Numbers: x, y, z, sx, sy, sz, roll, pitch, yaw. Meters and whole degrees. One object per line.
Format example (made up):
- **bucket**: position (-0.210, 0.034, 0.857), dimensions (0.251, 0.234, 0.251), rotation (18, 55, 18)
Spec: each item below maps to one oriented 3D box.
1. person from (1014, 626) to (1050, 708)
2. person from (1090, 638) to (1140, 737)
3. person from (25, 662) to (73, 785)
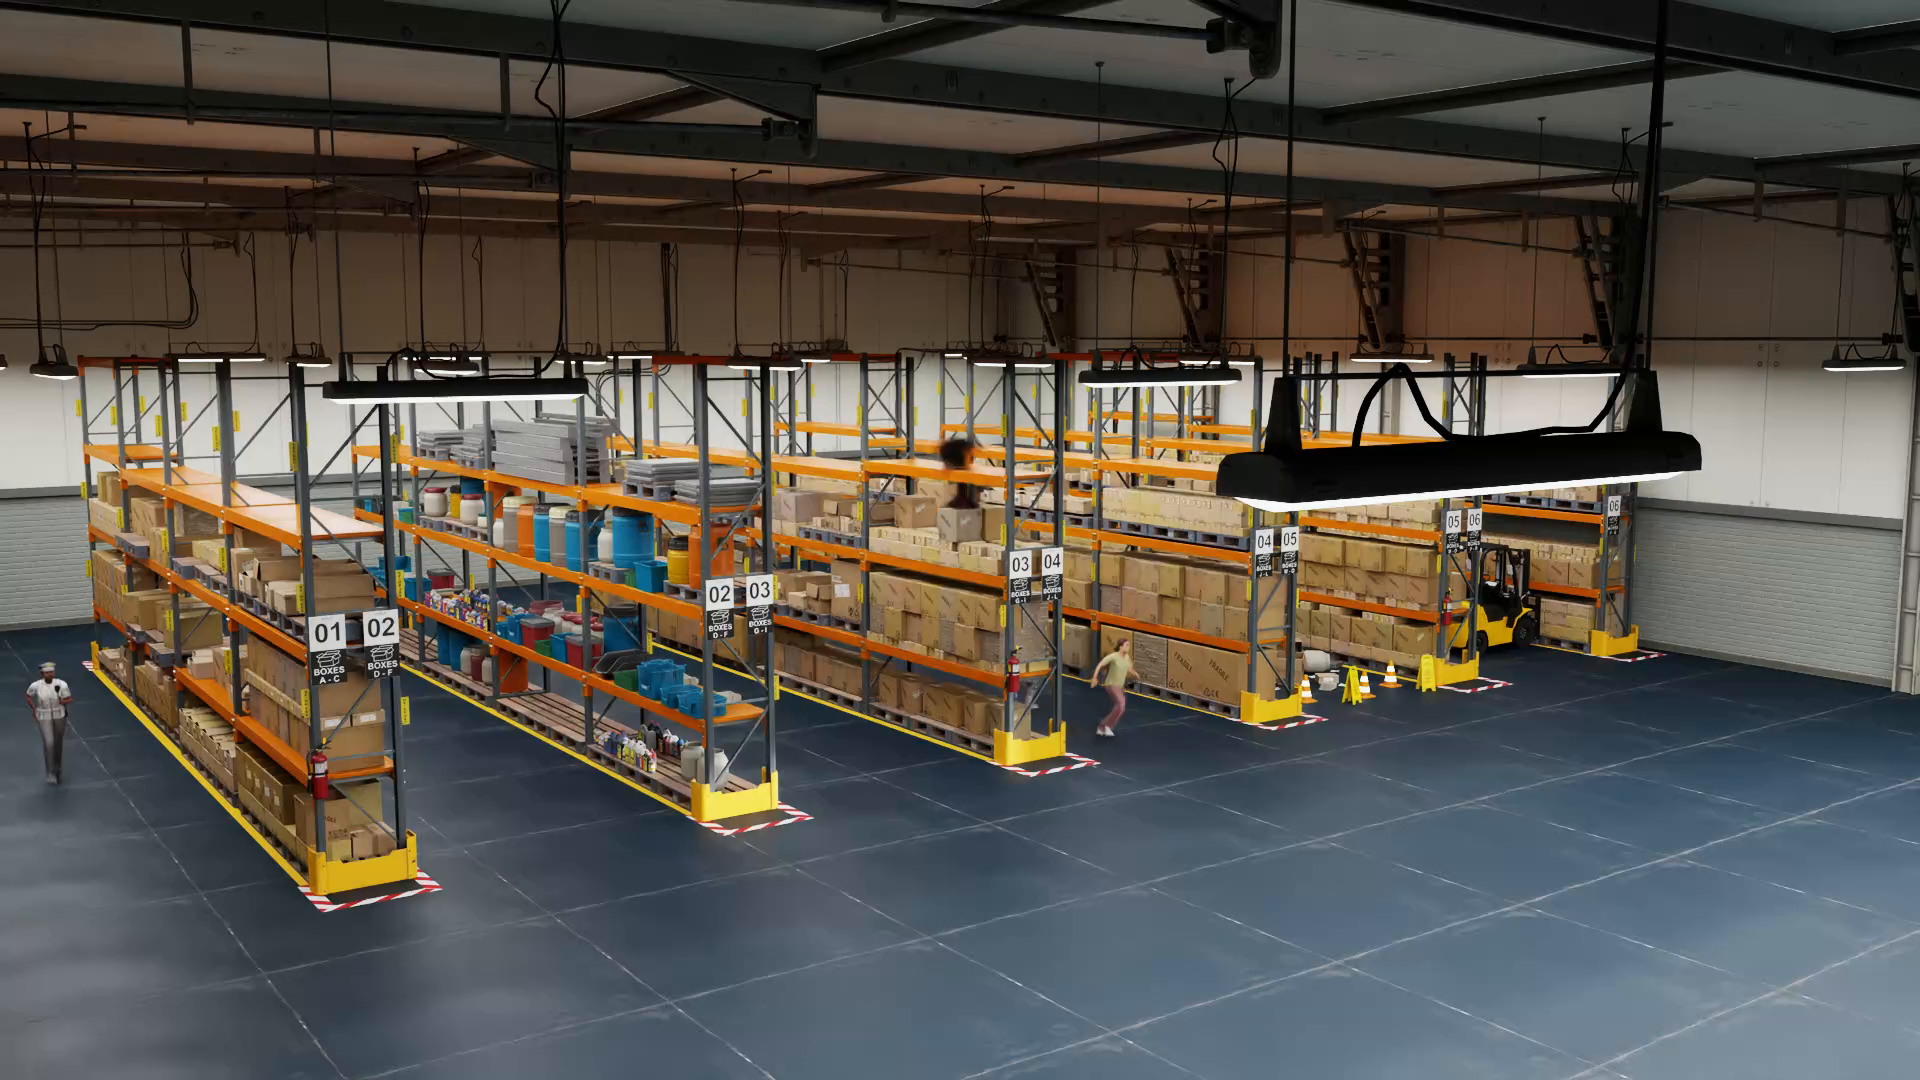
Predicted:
- **person**: position (1.191, 2.019, 28.656), dimensions (0.735, 1.711, 0.666), rotation (5, 8, 34)
- **person**: position (2.542, 2.346, 26.542), dimensions (0.622, 1.566, 0.749), rotation (5, 9, 37)
- **person**: position (-13.061, 2.594, 23.899), dimensions (0.581, 1.737, 0.732), rotation (-5, 8, -34)
